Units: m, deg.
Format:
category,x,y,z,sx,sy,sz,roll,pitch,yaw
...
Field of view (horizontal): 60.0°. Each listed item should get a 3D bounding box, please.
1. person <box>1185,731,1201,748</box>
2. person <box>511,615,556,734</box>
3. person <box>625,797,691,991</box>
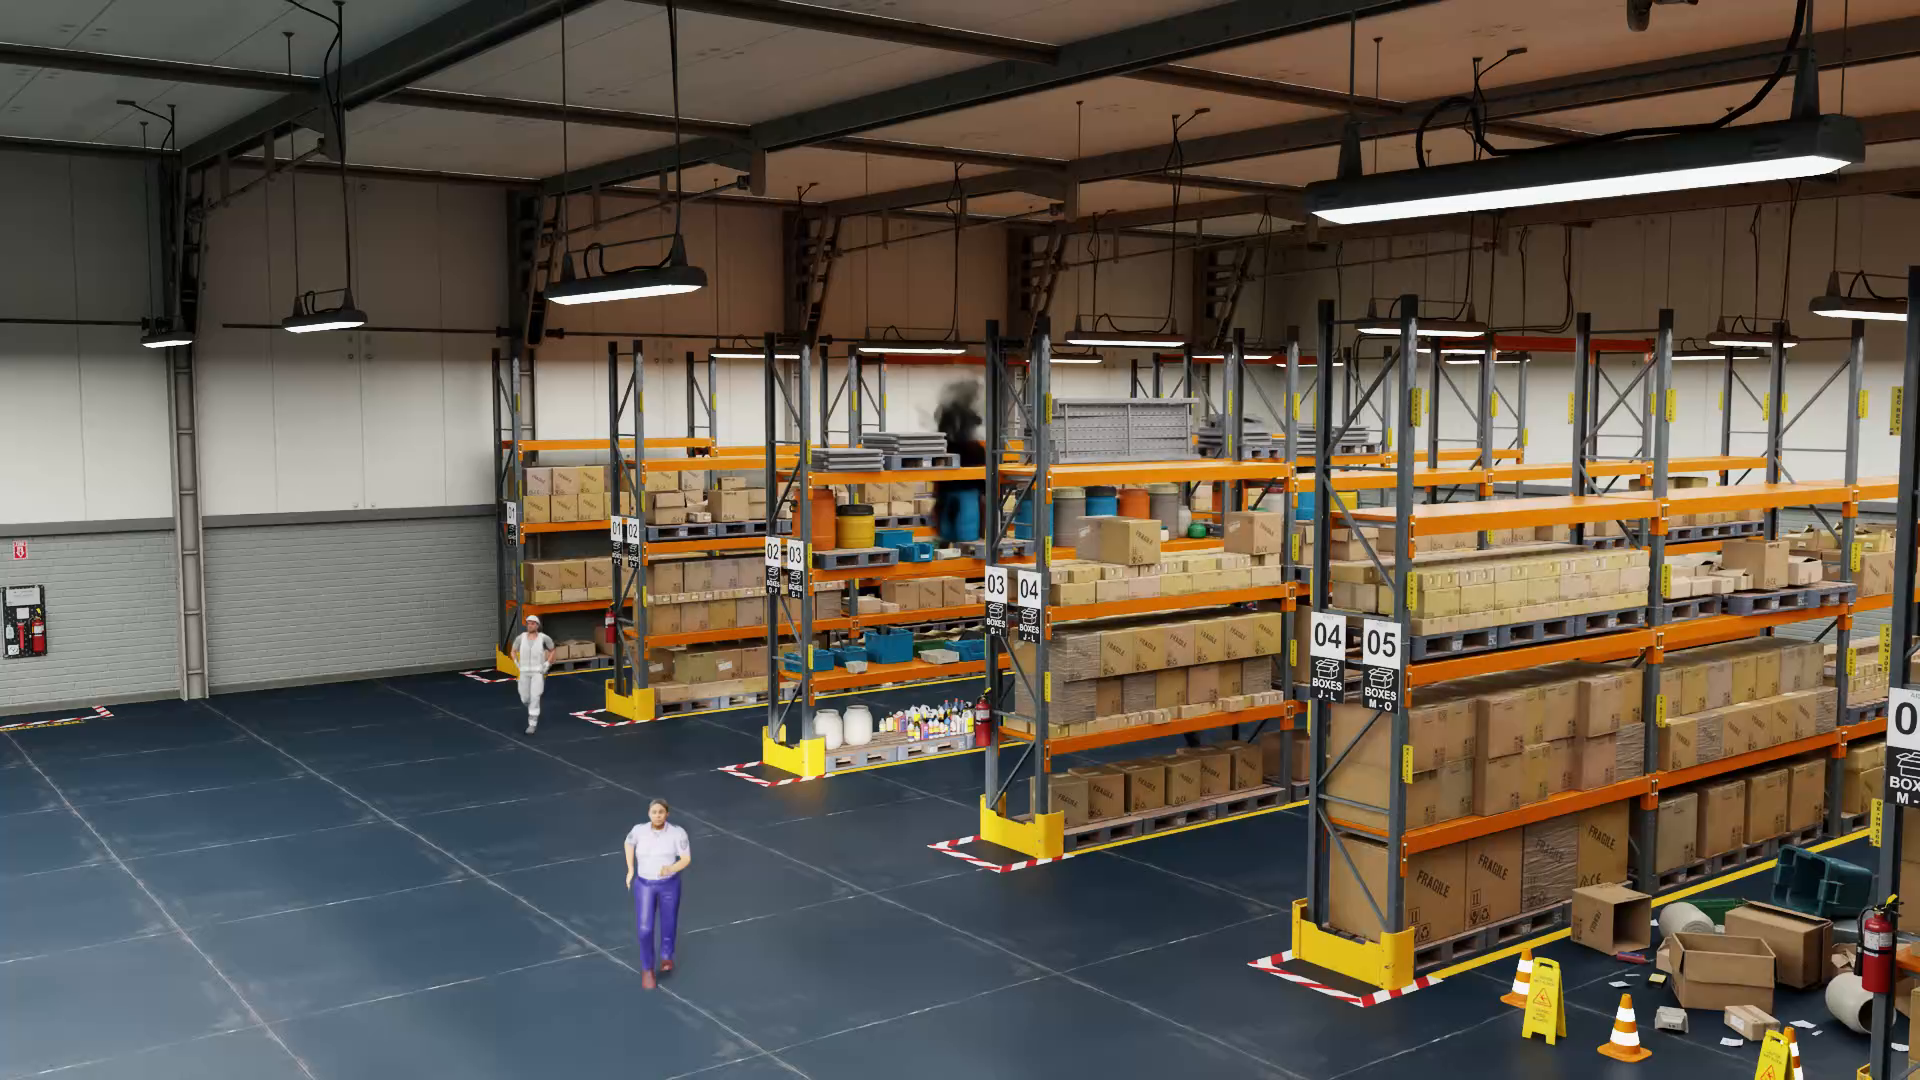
category,x,y,z,sx,sy,sz,roll,pitch,yaw
person,3.236,2.287,23.527,0.558,1.685,0.667,5,7,45
person,-6.576,2.043,25.558,0.671,1.780,0.803,0,5,0
person,-2.636,3.081,14.533,0.570,1.688,0.774,-1,5,-10
